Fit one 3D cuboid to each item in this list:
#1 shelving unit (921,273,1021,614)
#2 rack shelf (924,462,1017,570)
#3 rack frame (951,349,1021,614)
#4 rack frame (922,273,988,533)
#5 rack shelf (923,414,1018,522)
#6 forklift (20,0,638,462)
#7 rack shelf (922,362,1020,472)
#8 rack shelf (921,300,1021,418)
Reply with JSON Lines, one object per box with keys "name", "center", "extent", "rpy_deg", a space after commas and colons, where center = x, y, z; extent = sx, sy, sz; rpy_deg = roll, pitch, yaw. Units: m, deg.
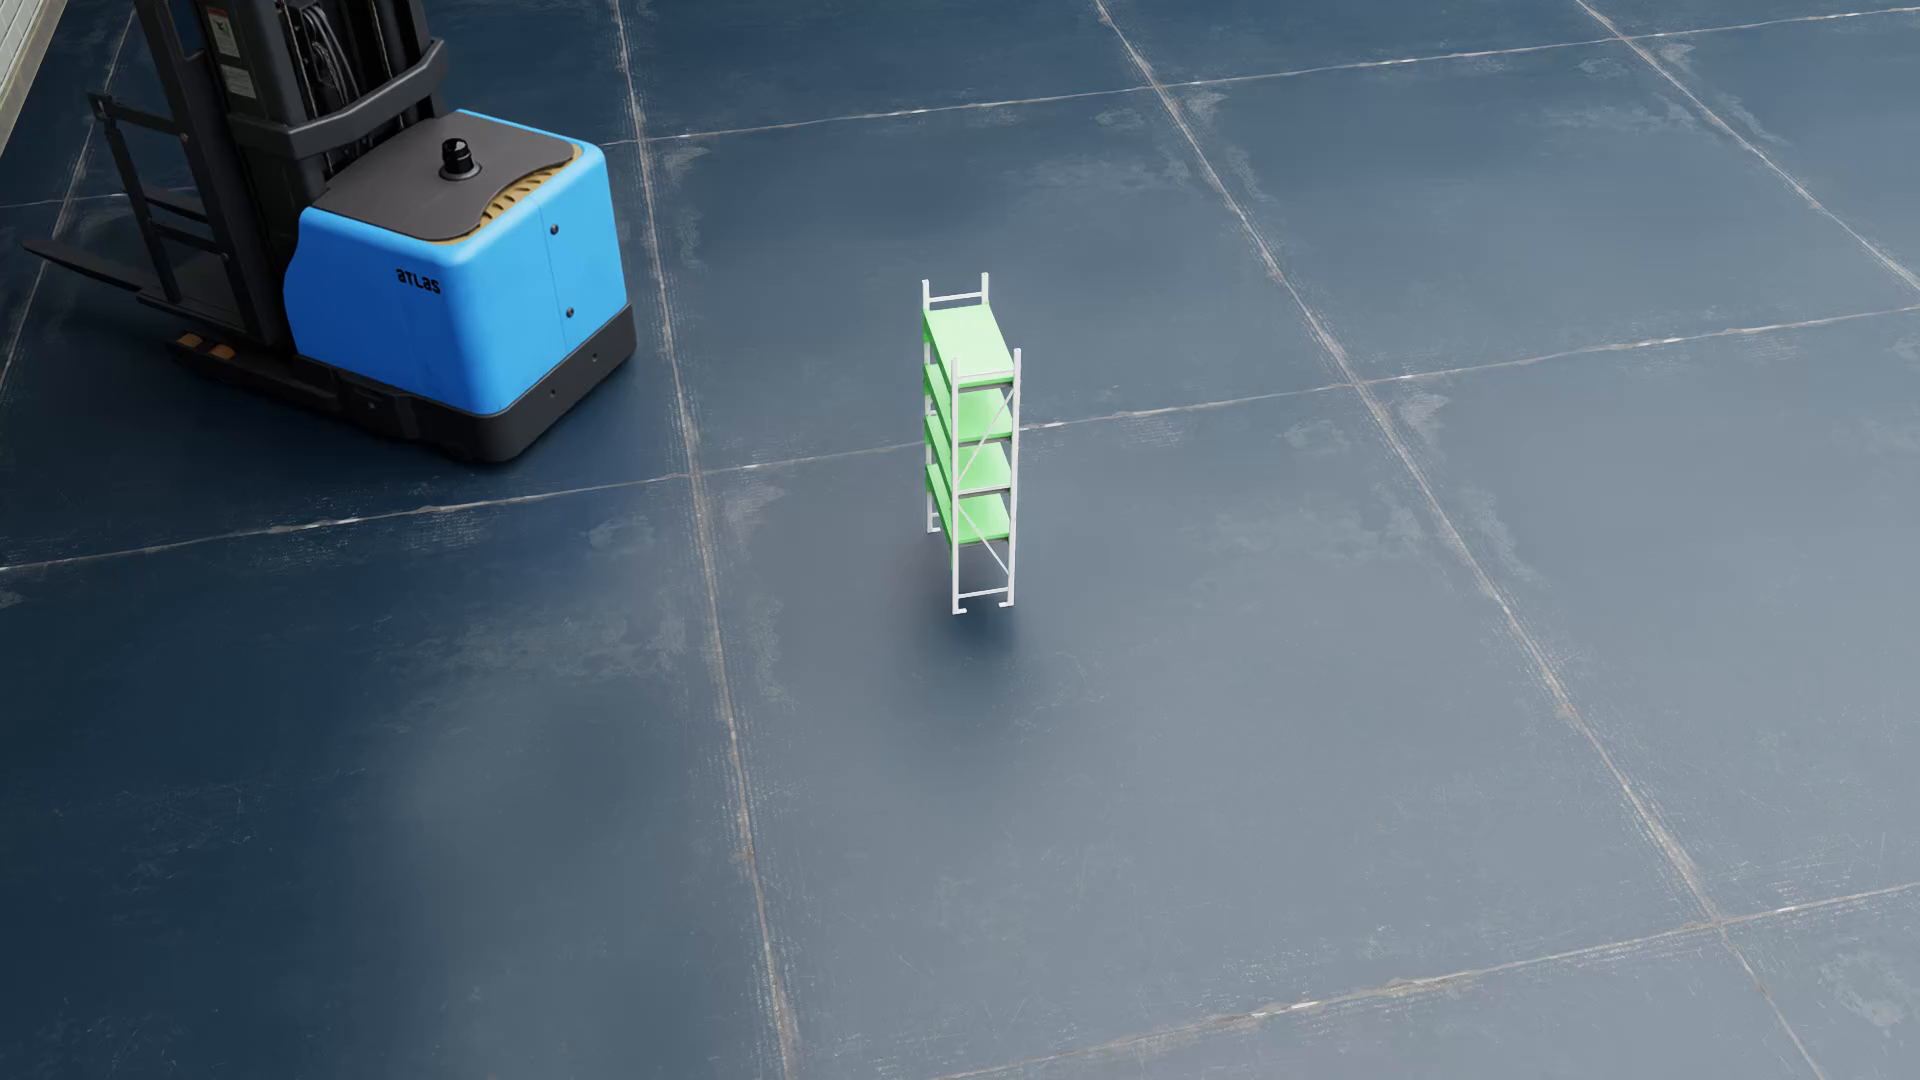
{"name": "shelving unit", "center": [0.036, -0.341, 6.231], "extent": [0.258, 1.200, 0.503], "rpy_deg": [-8, 42, -9]}
{"name": "rack shelf", "center": [0.036, -0.114, 6.433], "extent": [0.258, 0.148, 0.480], "rpy_deg": [-8, 42, -9]}
{"name": "rack frame", "center": [0.088, -0.183, 6.053], "extent": [0.240, 1.200, 0.015], "rpy_deg": [-8, 42, -9]}
{"name": "rack frame", "center": [-0.017, -0.500, 6.409], "extent": [0.240, 1.200, 0.015], "rpy_deg": [-8, 42, -9]}
{"name": "rack shelf", "center": [0.036, -0.294, 6.273], "extent": [0.258, 0.148, 0.480], "rpy_deg": [-8, 42, -9]}
{"name": "forklift", "center": [-3.036, -2.107, 6.916], "extent": [3.031, 2.935, 1.130], "rpy_deg": [18, 45, 20]}
{"name": "rack shelf", "center": [0.036, -0.473, 6.114], "extent": [0.258, 0.148, 0.480], "rpy_deg": [-8, 42, -9]}
{"name": "rack shelf", "center": [0.036, -0.653, 5.955], "extent": [0.258, 0.148, 0.480], "rpy_deg": [-8, 42, -9]}
